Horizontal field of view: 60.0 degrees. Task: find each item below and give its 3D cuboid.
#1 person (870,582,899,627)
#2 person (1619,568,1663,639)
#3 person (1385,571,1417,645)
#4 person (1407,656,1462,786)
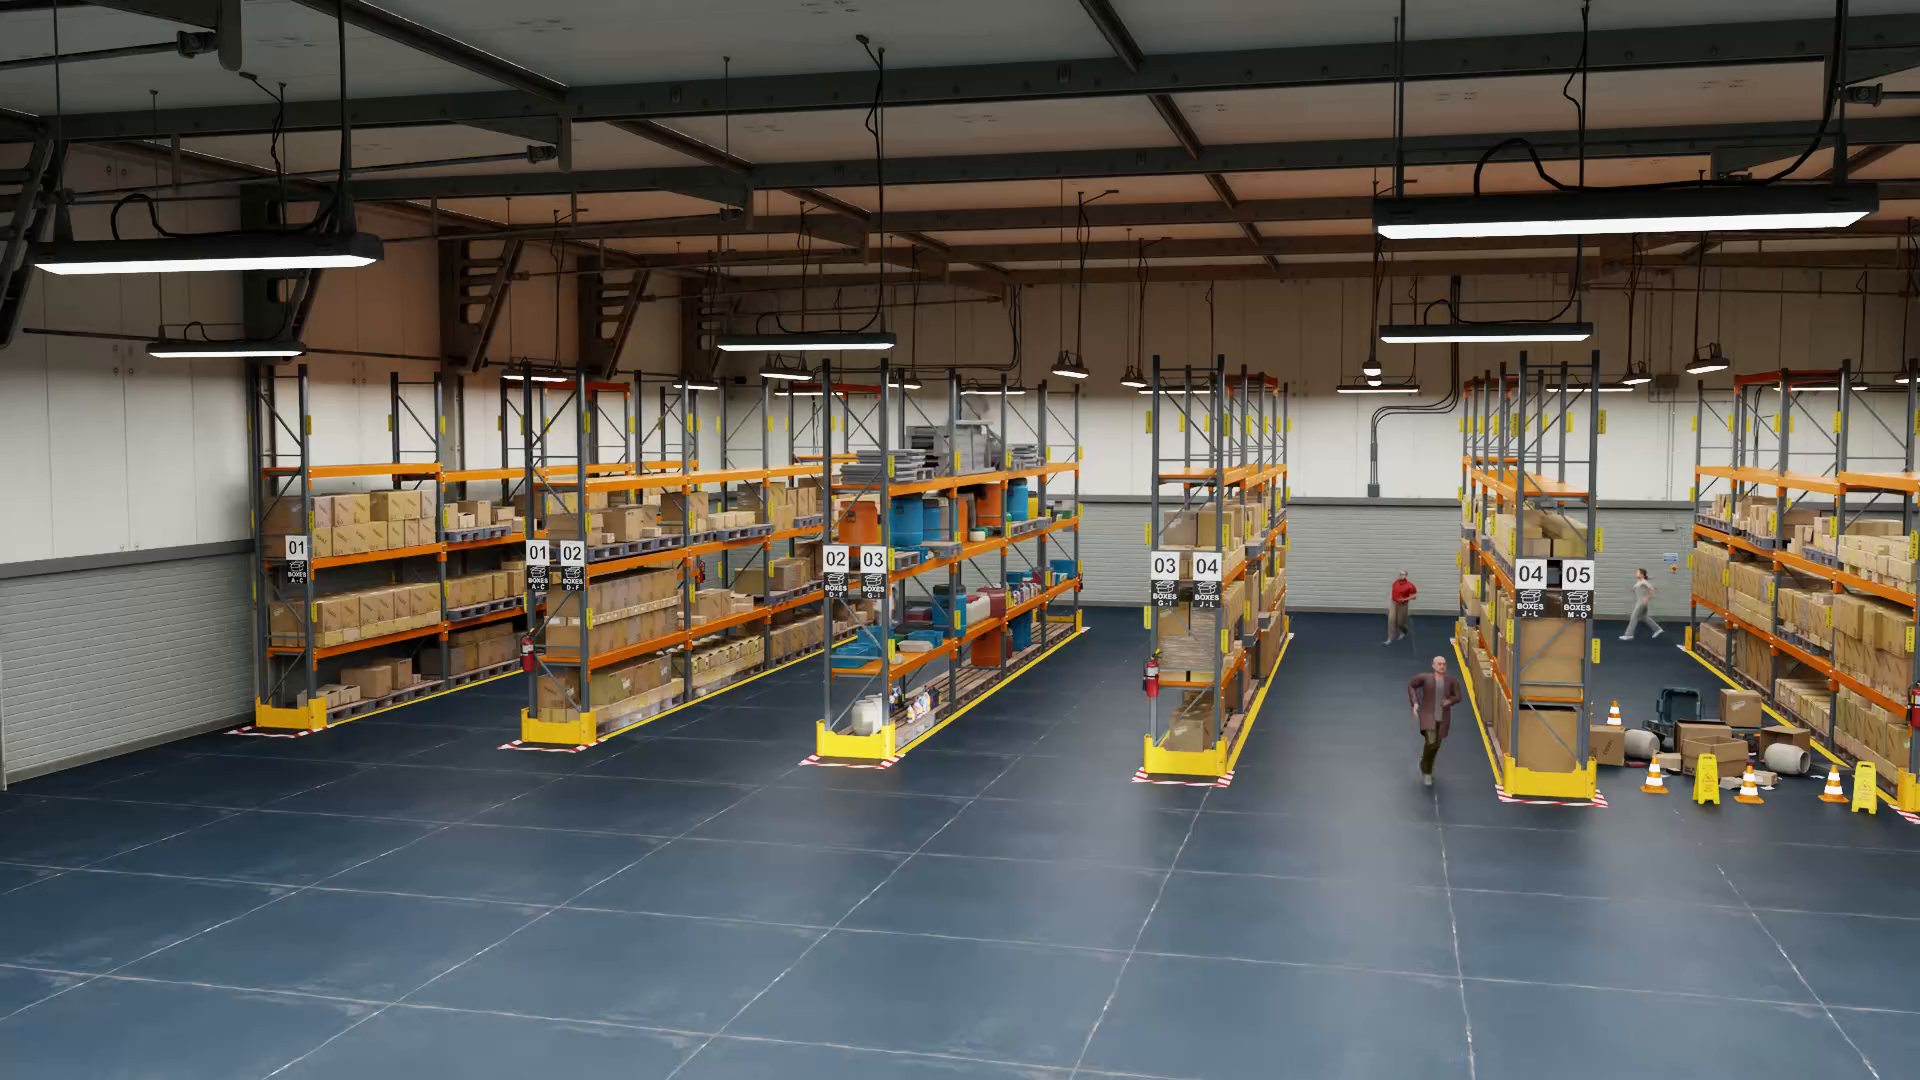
[{"bbox_3d":[-1.621,1.499,34.997,0.604,1.841,0.809,1,4,10],"label":"person"},{"bbox_3d":[15.767,1.475,38.479,0.929,1.631,0.570,1,4,14],"label":"person"},{"bbox_3d":[10.149,1.551,38.154,0.706,1.700,0.836,4,6,44],"label":"person"},{"bbox_3d":[6.663,2.539,23.315,0.681,1.824,0.759,0,4,-2],"label":"person"}]
